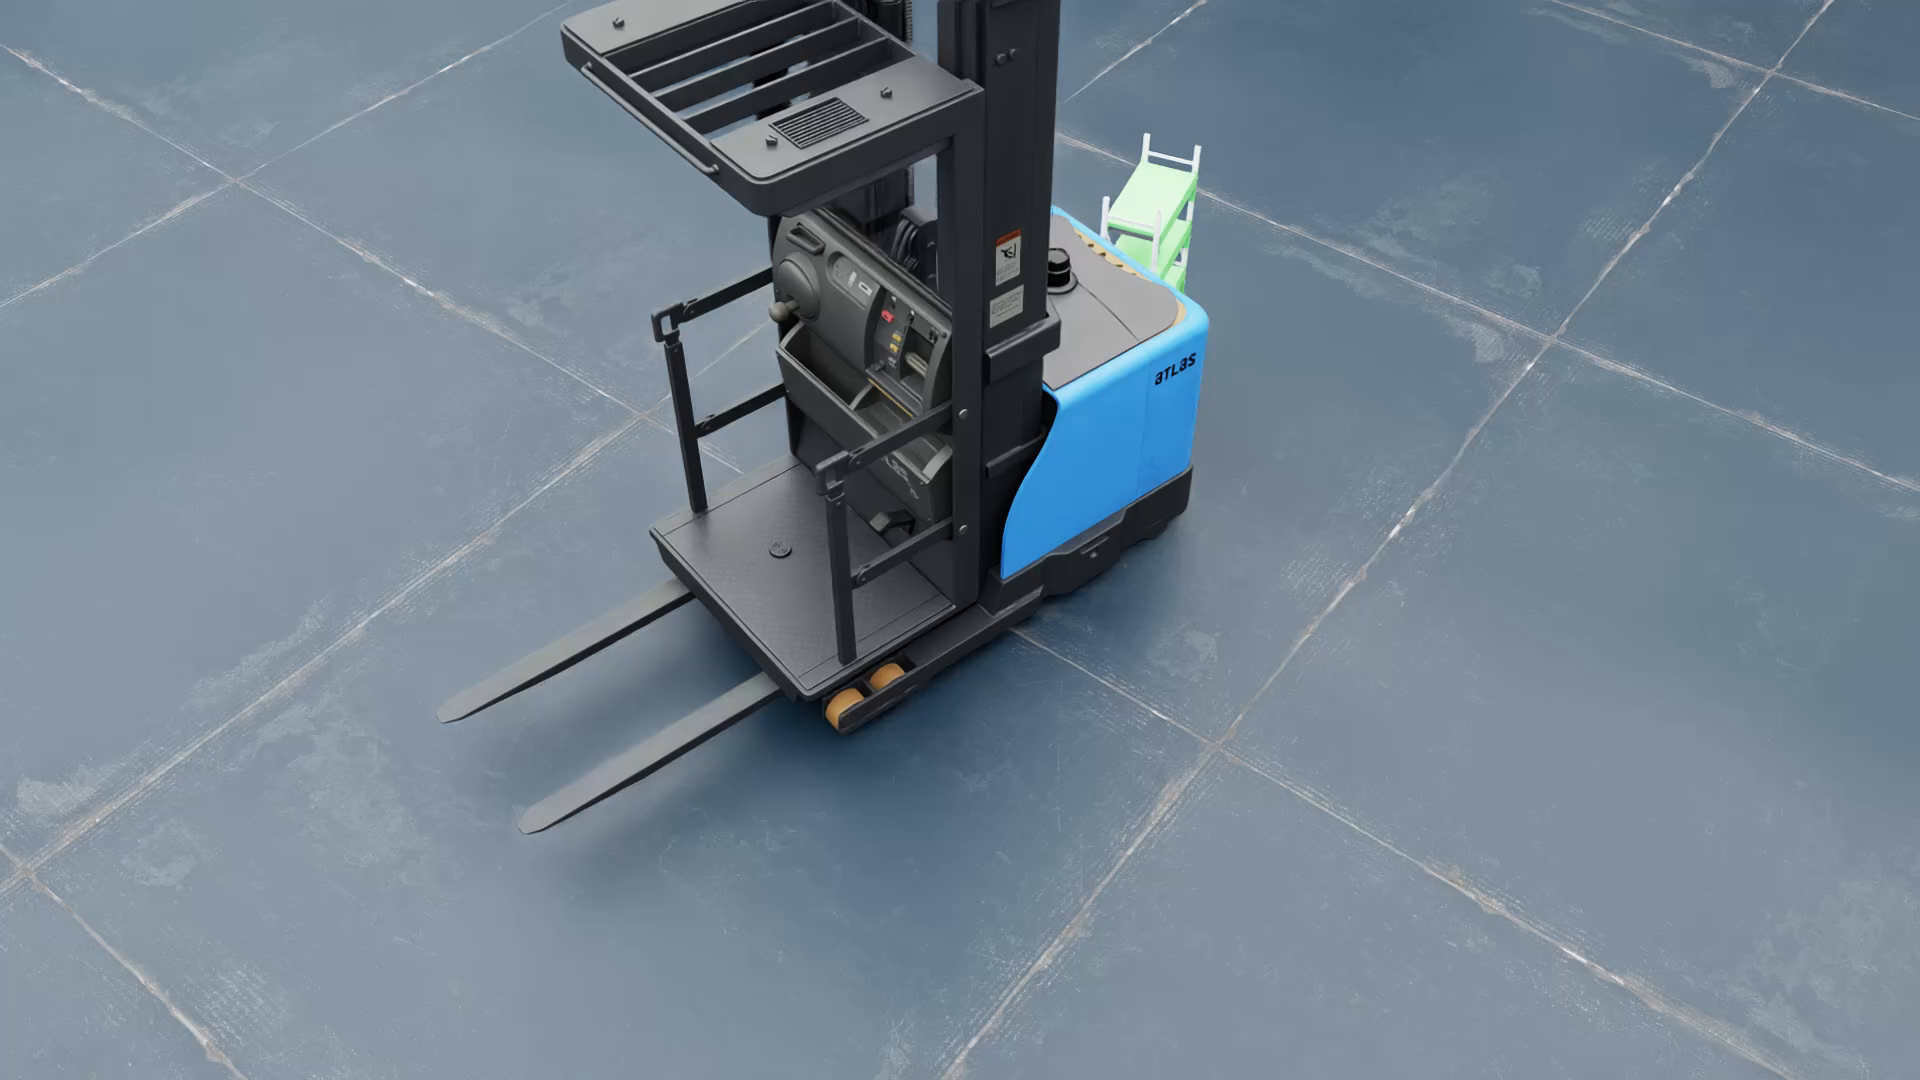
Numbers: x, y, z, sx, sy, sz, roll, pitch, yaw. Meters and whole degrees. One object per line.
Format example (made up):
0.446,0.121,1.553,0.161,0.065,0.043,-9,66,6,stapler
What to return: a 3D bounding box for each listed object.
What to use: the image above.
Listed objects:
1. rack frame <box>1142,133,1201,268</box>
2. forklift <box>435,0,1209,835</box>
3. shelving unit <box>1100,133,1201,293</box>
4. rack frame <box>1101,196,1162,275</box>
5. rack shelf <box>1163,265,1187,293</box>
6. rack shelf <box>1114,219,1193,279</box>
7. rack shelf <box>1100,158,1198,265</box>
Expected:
0.871,-1.223,7.253,0.240,1.200,0.015,17,49,16,rack frame
-0.509,-0.729,5.584,3.031,2.935,1.130,-30,53,-26,forklift
0.774,-1.061,7.099,0.258,1.200,0.503,17,49,16,shelving unit
0.676,-0.899,6.944,0.240,1.200,0.015,17,49,16,rack frame
0.774,-1.017,7.145,0.258,0.148,0.480,17,49,16,rack shelf
0.774,-1.183,6.971,0.258,0.148,0.480,17,49,16,rack shelf
0.774,-1.349,6.798,0.258,0.148,0.480,17,49,16,rack shelf
